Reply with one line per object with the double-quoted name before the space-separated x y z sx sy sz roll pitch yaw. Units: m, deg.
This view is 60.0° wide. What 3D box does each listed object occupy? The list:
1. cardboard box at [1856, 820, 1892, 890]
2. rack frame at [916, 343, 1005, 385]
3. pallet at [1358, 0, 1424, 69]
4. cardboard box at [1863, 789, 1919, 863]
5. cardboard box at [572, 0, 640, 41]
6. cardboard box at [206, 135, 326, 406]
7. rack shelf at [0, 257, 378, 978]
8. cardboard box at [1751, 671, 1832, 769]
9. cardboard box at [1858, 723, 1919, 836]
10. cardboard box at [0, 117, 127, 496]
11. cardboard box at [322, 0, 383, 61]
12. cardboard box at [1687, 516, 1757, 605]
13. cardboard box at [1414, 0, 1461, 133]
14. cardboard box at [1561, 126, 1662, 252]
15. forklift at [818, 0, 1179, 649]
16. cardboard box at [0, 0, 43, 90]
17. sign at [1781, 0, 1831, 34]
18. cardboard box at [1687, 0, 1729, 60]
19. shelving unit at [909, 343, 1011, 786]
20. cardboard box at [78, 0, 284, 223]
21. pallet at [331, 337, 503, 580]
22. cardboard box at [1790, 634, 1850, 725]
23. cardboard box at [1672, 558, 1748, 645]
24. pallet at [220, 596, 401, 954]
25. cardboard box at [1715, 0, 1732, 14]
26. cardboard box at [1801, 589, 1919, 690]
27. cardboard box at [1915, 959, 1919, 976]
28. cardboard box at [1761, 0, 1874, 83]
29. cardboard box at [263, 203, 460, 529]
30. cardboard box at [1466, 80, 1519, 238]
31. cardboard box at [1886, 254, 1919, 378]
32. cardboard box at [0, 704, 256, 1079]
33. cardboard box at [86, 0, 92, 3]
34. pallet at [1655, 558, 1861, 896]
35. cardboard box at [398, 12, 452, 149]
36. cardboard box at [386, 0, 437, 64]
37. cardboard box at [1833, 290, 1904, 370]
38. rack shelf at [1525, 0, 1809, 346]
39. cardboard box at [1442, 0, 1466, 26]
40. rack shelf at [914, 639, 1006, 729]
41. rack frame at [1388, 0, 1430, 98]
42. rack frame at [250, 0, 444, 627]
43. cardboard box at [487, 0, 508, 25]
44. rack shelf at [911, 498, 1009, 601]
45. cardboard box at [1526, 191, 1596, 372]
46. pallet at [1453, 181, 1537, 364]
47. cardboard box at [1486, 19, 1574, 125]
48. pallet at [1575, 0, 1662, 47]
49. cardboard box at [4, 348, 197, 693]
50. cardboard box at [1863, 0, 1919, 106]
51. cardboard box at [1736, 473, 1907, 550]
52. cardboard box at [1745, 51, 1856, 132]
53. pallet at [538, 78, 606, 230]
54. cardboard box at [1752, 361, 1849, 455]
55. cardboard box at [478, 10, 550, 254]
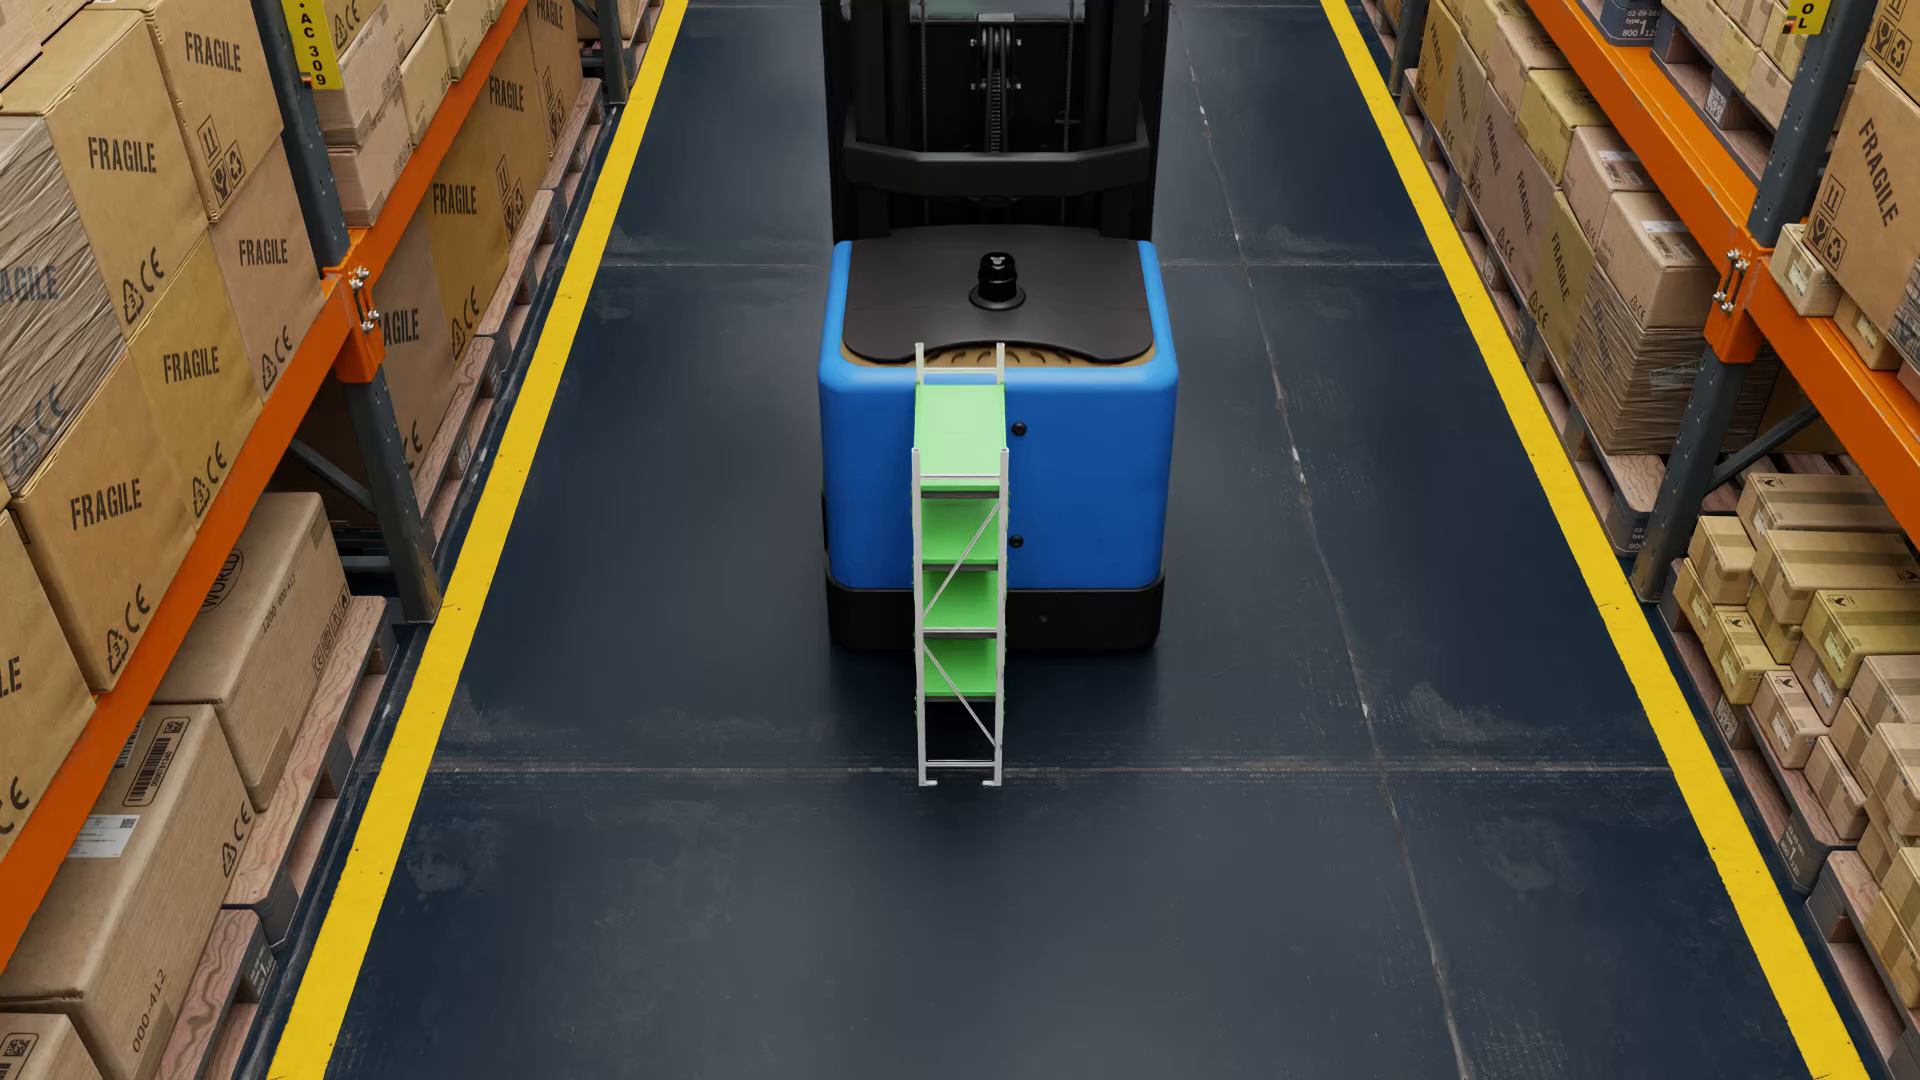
"cardboard box" 2.560 0.830 4.260 0.380 0.149 0.250 -2 39 -2
"rack frame" 0.000 -0.060 4.865 0.240 1.200 0.015 0 39 0
"pallet" 2.812 -2.902 9.202 1.003 0.211 1.213 0 39 0
"cardboard box" 2.523 0.715 4.165 0.380 0.149 0.250 2 39 2
"cardboard box" -2.203 -2.922 8.763 0.950 0.372 0.625 -2 39 -3
"cardboard box" -1.951 -0.678 4.118 0.500 0.500 0.500 0 39 0
"rack shelf" -2.205 0.603 3.175 1.077 0.370 4.000 0 39 0
"cardboard box" 2.474 0.503 4.668 0.380 0.149 0.250 0 39 0
"cardboard box" 2.468 0.589 4.084 0.380 0.149 0.250 1 39 1
"cardboard box" -1.928 -0.428 3.005 0.500 0.500 0.500 0 39 1
"cardboard box" -1.920 -1.633 4.510 0.500 0.500 0.500 0 39 0
"cardboard box" 2.423 0.064 4.978 0.380 0.149 0.250 2 39 2
"cardboard box" 2.484 -2.243 7.813 0.500 0.500 0.500 -2 39 -2
"cardboard box" 2.502 -1.264 5.992 0.500 0.250 0.500 2 39 2
"forklift" 0.109 -1.692 5.518 1.130 2.935 3.031 0 39 0
"cardboard box" -1.988 -0.940 3.126 0.380 0.149 0.250 0 39 0
"sign" 2.187 -1.445 4.228 0.100 0.325 0.005 0 39 0
"cardboard box" 2.545 -1.628 5.248 0.380 0.149 0.250 0 39 0
"shelving unit" 0.000 0.093 4.675 0.258 1.200 0.503 0 39 0
"cardboard box" -1.931 -1.063 3.799 0.500 0.500 0.500 0 39 0
"pallet" -2.284 -0.323 5.985 1.003 0.211 1.213 0 39 0
"cardboard box" 2.549 0.374 4.590 0.380 0.149 0.250 0 39 0
"cardboard box" 2.422 0.181 5.070 0.380 0.149 0.250 -2 39 -2
"pallet" -2.285 0.635 4.789 1.003 0.211 1.213 0 39 0
"cardboard box" 2.546 -1.746 5.158 0.380 0.149 0.250 2 39 2
"cardboard box" 2.526 0.267 4.487 0.380 0.149 0.250 -1 39 -1
"cardboard box" 2.435 1.027 3.776 0.380 0.149 0.250 0 39 0
"cardboard box" 2.545 -1.426 4.758 0.380 0.149 0.250 1 39 1
"cardboard box" -2.288 -0.651 5.527 0.875 0.875 0.875 1 39 1
"cardboard box" 2.493 -1.608 7.020 0.500 0.500 0.500 -1 39 -1
"cardboard box" 2.499 -0.531 3.697 0.500 0.500 0.500 0 39 0
"cardboard box" -2.312 0.860 3.992 0.875 0.438 0.875 -1 39 -1
"cardboard box" -1.997 -1.254 3.518 0.380 0.149 0.250 1 39 1
"pallet" 2.779 0.512 4.942 1.003 0.211 1.213 0 39 0
"cardboard box" -1.946 -1.469 5.305 0.500 0.250 0.500 -1 39 -1
"cardboard box" -1.955 -1.667 5.152 0.500 0.250 0.500 1 39 1
"cardboard box" 2.490 -0.559 4.249 0.380 0.149 0.250 1 39 1
"rack shelf" 2.740 -1.966 6.379 1.077 0.370 4.000 0 39 0
"cardboard box" 2.497 -2.547 7.593 0.500 0.250 0.500 -2 39 -2
"rack shelf" 0.000 0.330 4.865 0.258 0.148 0.480 0 39 0
"rack frame" 2.738 -3.497 7.715 1.000 3.000 0.127 0 39 0
"rack frame" -2.207 -0.929 4.511 1.000 3.000 0.127 0 39 0
"cardboard box" -1.922 -2.102 6.095 0.500 0.250 0.500 -1 39 -1
"rack shelf" 0.000 -0.045 4.565 0.258 0.148 0.480 0 39 0
"cardboard box" 2.489 -0.968 6.222 0.500 0.500 0.500 -1 39 -1
"pallet" 2.736 -1.159 7.028 1.003 0.211 1.213 0 39 0
"cardboard box" 2.485 -1.920 6.811 0.500 0.250 0.500 0 39 0
"pallet" 2.781 -2.184 6.230 1.003 0.211 1.213 0 39 0
"cardboard box" -1.930 -0.042 3.324 0.500 0.500 0.500 -1 39 -1
"cardboard box" 2.499 -1.259 3.805 0.500 0.500 0.500 1 39 1
"cardboard box" 2.536 -0.064 4.899 0.380 0.149 0.250 1 39 2
"cardboard box" 2.544 -1.310 4.851 0.380 0.149 0.250 -1 39 -1
"pallet" -2.286 -1.849 7.889 1.003 0.211 1.213 0 39 0
"cardboard box" 3.007 -0.646 5.821 0.500 0.500 0.500 1 39 2
"cardboard box" -2.297 -1.775 6.930 0.875 0.875 0.875 0 39 1
